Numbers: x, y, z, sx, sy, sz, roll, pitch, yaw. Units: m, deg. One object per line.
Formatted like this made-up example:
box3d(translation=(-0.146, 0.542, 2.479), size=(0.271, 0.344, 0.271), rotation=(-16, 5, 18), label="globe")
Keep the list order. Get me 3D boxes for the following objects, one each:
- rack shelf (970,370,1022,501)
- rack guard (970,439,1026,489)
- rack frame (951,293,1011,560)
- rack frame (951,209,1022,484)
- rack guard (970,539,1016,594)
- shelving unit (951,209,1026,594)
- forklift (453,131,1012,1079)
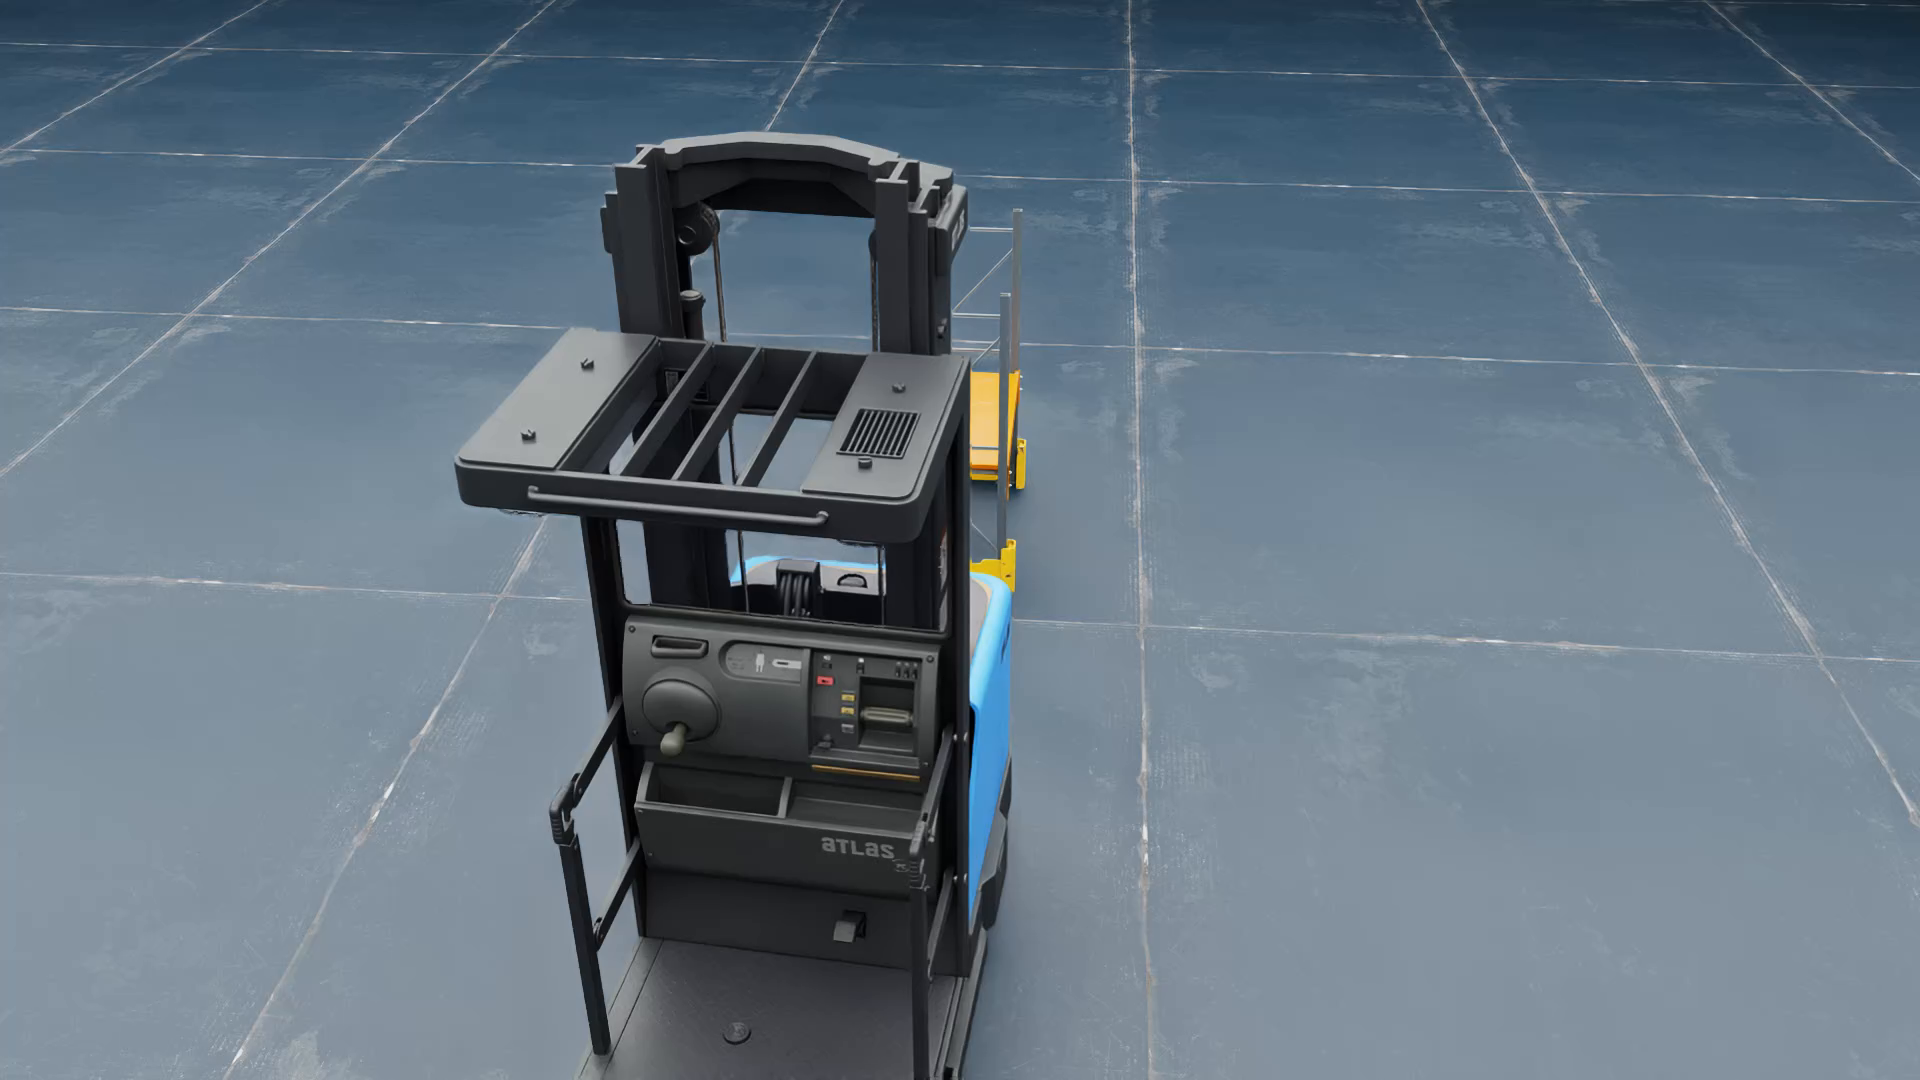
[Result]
box3d(translation=(0.007, -0.530, 8.023), size=(0.538, 0.185, 1.000), rotation=(2, 32, 4), label="rack shelf")
box3d(translation=(0.047, -0.407, 8.672), size=(0.587, 0.250, 0.087), rotation=(2, 32, 4), label="rack guard")
box3d(translation=(-0.034, -0.417, 7.498), size=(0.500, 1.500, 0.032), rotation=(2, 32, 4), label="rack frame")
box3d(translation=(0.048, -0.949, 8.360), size=(0.500, 1.500, 0.032), rotation=(2, 32, 4), label="rack frame")
box3d(translation=(-0.034, 0.114, 7.827), size=(0.587, 0.250, 0.087), rotation=(2, 32, 4), label="rack guard")
box3d(translation=(0.006, -0.678, 7.921), size=(0.587, 1.500, 1.083), rotation=(2, 32, 4), label="shelving unit")
box3d(translation=(-0.557, 0.510, 4.628), size=(1.130, 2.935, 3.031), rotation=(5, 32, 8), label="forklift")
